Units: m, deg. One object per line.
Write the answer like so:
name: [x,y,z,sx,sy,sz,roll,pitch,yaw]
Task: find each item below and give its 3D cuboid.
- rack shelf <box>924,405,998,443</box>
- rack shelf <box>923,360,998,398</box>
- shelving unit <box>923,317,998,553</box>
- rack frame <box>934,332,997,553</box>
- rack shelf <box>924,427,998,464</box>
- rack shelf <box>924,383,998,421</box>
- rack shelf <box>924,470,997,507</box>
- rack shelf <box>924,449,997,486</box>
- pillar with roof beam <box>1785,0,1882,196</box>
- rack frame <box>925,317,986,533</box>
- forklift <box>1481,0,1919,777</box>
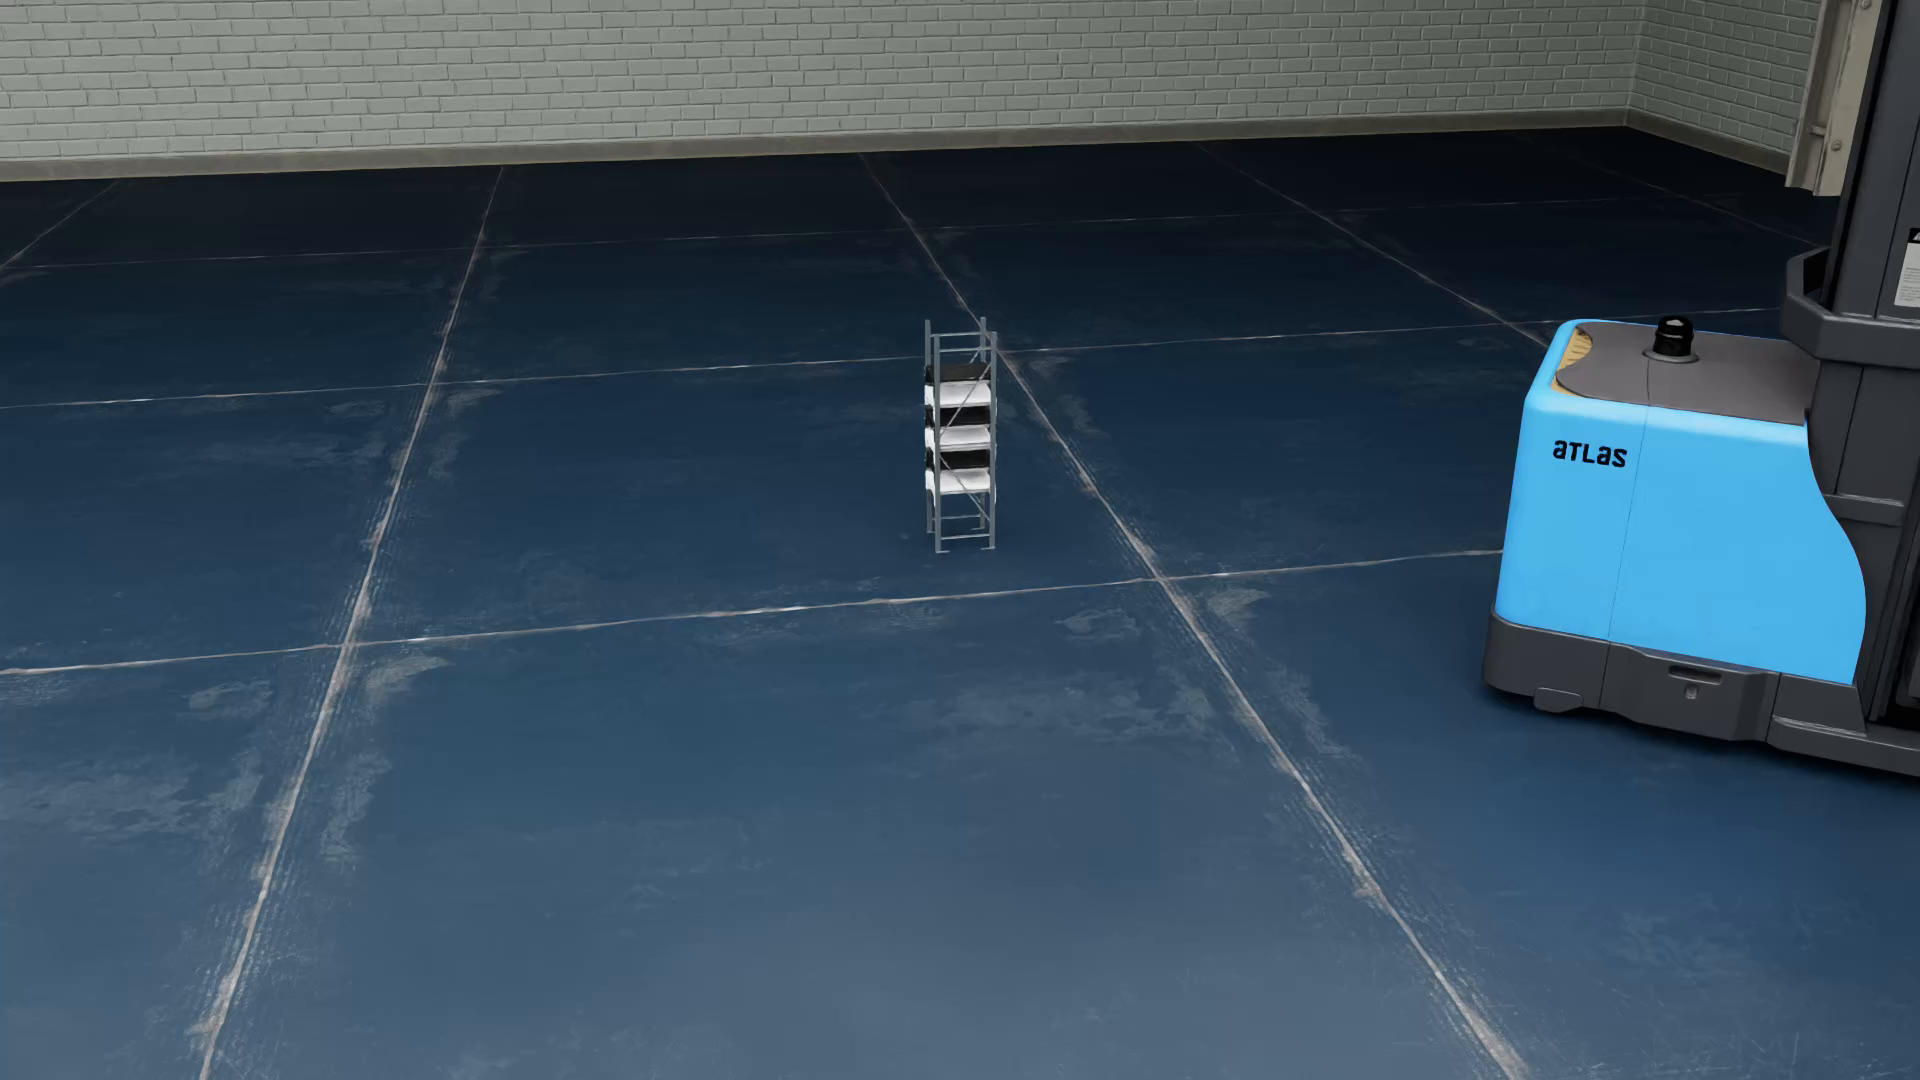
rack shelf: [0.001,-0.461,6.540,0.258,0.077,0.200,-4,24,-10]
rack shelf: [0.001,-0.626,6.468,0.258,0.077,0.200,-4,24,-10]
shelving unit: [0.001,-0.409,6.563,0.258,0.900,0.210,-4,24,-10]
rack frame: [0.020,-0.369,6.471,0.240,0.900,0.006,-4,24,-10]
rack shelf: [0.001,-0.379,6.576,0.258,0.077,0.200,-4,24,-10]
rack shelf: [0.001,-0.544,6.504,0.258,0.077,0.200,-4,24,-10]
rack shelf: [0.001,-0.214,6.648,0.258,0.077,0.200,-4,24,-10]
rack shelf: [0.001,-0.296,6.612,0.258,0.077,0.200,-4,24,-10]
pillar with roof beam: [2.488,-6.545,10.493,9.100,9.000,0.400,-4,24,-10]
rack frame: [-0.017,-0.449,6.654,0.240,0.900,0.006,-4,24,-10]
forklift: [3.295,-0.733,4.766,3.031,2.935,1.130,10,26,23]
